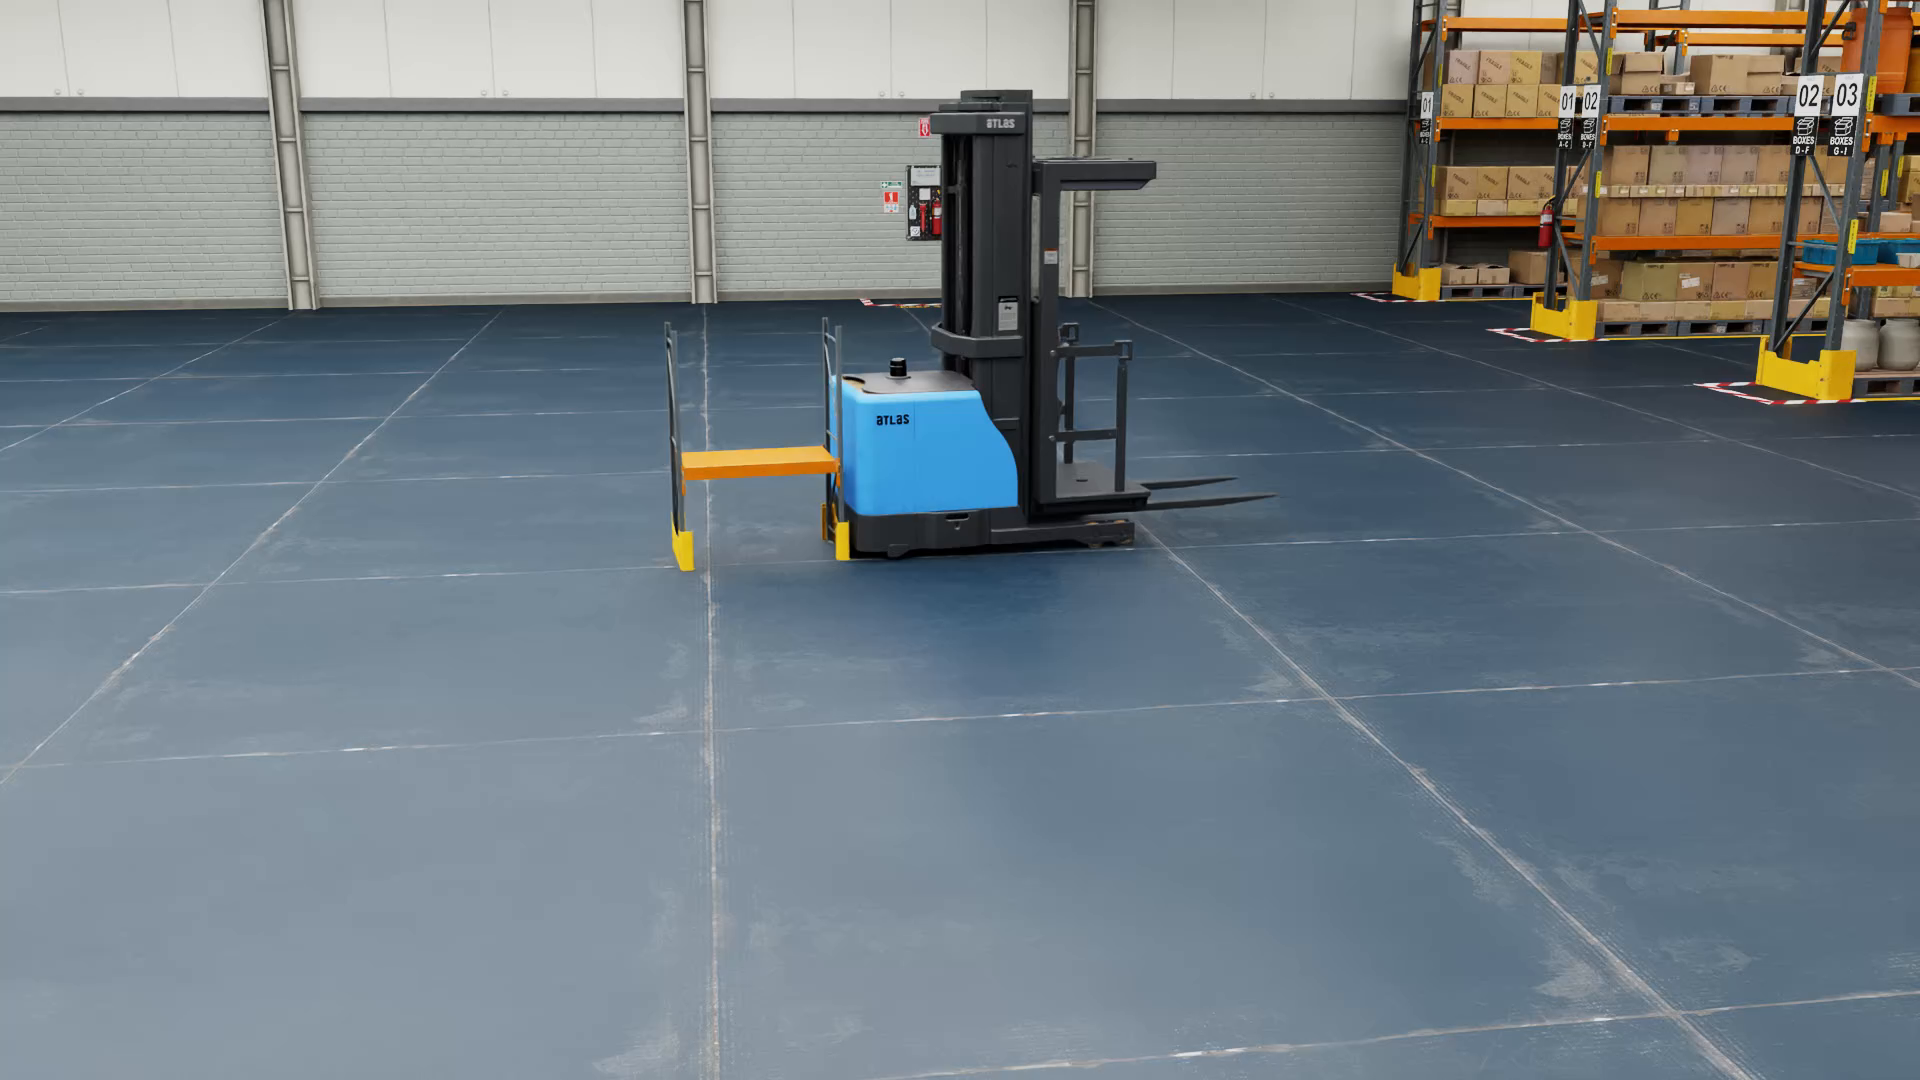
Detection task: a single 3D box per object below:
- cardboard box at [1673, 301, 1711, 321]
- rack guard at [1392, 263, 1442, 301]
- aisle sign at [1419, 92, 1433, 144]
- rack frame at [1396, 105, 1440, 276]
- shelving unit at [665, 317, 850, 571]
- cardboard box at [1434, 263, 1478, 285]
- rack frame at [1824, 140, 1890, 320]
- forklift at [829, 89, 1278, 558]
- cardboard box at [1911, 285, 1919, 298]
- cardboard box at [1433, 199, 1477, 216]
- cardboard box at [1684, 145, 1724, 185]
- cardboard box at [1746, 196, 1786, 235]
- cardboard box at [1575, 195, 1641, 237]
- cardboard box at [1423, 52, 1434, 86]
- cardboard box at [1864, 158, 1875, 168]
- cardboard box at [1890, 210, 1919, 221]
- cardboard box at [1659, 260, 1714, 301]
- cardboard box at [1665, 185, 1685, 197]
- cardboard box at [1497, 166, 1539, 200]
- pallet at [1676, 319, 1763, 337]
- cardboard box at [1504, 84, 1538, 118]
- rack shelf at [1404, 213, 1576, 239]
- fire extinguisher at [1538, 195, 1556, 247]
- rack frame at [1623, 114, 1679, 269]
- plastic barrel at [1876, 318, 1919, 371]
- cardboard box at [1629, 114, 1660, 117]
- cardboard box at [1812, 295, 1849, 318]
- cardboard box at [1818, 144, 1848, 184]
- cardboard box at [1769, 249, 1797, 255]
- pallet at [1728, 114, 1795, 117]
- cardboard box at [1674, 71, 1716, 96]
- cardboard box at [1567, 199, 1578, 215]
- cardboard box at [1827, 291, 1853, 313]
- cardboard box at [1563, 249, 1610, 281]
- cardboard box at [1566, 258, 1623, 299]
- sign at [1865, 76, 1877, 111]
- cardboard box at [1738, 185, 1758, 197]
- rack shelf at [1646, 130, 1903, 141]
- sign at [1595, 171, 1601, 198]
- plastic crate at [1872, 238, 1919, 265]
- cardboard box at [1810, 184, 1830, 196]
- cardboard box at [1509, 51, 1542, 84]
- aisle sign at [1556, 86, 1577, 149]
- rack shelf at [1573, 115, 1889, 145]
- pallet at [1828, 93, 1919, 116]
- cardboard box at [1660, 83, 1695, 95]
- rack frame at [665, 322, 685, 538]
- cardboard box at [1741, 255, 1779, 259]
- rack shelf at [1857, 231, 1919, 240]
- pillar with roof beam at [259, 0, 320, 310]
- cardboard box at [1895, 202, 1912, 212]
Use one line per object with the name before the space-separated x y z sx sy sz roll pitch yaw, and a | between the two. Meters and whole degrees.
cardboard box | 9.587 -3.070 22.085 0.500 0.250 0.500 -2 14 -8
rack guard | 7.369 -4.178 26.855 0.348 0.500 1.175 -2 14 -8
aisle sign | 7.268 -6.574 25.926 0.004 0.787 0.394 -2 14 -8
rack frame | 7.294 -5.388 26.540 0.127 3.000 1.000 -2 14 -8
shelving unit | -1.303 -0.634 10.666 1.083 1.500 0.587 -4 15 -14
cardboard box | 7.992 -4.301 26.827 0.500 0.311 0.500 -4 15 -15
rack frame | 11.991 -4.342 22.367 0.127 3.000 1.000 -2 14 -8
forklift | 0.665 -1.492 11.148 3.031 2.935 1.130 -4 15 -16
cardboard box | 12.933 -3.456 22.471 0.500 0.311 0.500 -2 14 -9
cardboard box | 7.824 -5.266 26.322 0.500 0.250 0.500 -3 14 -10
cardboard box | 9.569 -4.929 21.837 0.500 0.500 0.700 -2 14 -8
cardboard box | 10.536 -4.335 22.134 0.500 0.500 0.700 -2 14 -7
cardboard box | 8.499 -4.259 21.832 0.500 0.500 0.700 -2 14 -8
cardboard box | 7.681 -7.465 26.352 0.500 0.500 0.500 -1 14 -6
cardboard box | 14.868 -6.235 27.473 0.250 0.149 0.380 -4 15 -16
cardboard box | 12.833 -4.352 22.687 0.258 0.266 0.396 -2 14 -10
cardboard box | 9.586 -3.436 22.004 0.500 0.500 0.500 -2 14 -8
cardboard box | 9.213 -4.550 21.658 0.250 0.149 0.380 -2 14 -9
cardboard box | 8.813 -5.667 26.376 0.500 0.500 0.500 -3 14 -10
pallet | 9.989 -2.925 22.452 1.213 0.211 1.003 -2 14 -8
cardboard box | 8.711 -6.884 26.091 0.500 0.500 0.500 -1 14 -6
rack shelf | 9.272 -5.112 26.917 4.000 0.370 1.077 -2 14 -8
fire extinguisher | 7.850 -4.267 22.227 0.183 0.674 0.296 -2 14 -8
rack frame | 11.249 -5.533 27.118 0.127 3.000 1.000 -2 14 -8
plastic barrel | 9.905 -2.062 17.530 0.421 0.512 0.421 0 14 0
cardboard box | 10.784 -6.968 26.428 0.500 0.500 0.500 -2 14 -7
cardboard box | 11.565 -3.142 22.374 0.500 0.250 0.500 -2 14 -8
cardboard box | 11.553 -5.002 22.127 0.500 0.500 0.700 -2 14 -8
cardboard box | 13.487 -4.625 27.731 0.500 0.500 0.700 -2 14 -9
pallet | 12.901 -6.932 26.916 1.003 0.211 1.213 -2 14 -8
cardboard box | 9.685 -6.005 21.867 0.500 0.311 0.500 0 14 -2
cardboard box | 9.837 -5.342 26.623 0.500 0.250 0.500 -2 14 -9
cardboard box | 12.358 -3.296 22.989 0.500 0.250 0.500 -2 14 -9
cardboard box | 10.229 -4.487 27.180 0.500 0.500 0.500 -3 14 -13
cardboard box | 8.522 -3.521 22.345 0.500 0.500 0.500 -2 14 -8
sign | 8.848 -4.332 16.144 0.005 0.325 0.100 -2 14 -8
cardboard box | 10.236 -4.587 21.808 0.250 0.149 0.380 -2 14 -6
rack shelf | 13.227 -6.712 27.130 4.000 0.370 1.077 -2 14 -8
sign | 8.112 -4.521 21.141 0.005 0.325 0.100 -2 14 -8
plastic crate | 9.863 -3.045 17.504 0.408 0.251 0.499 -2 14 -8
cardboard box | 11.251 -4.625 21.958 0.250 0.149 0.380 -3 14 -10
cardboard box | 8.720 -7.369 25.971 0.500 0.500 0.500 -2 14 -7
aisle sign | 7.927 -5.526 21.745 0.004 0.787 0.394 -2 14 -8
rack shelf | 10.013 -5.375 21.801 4.000 0.370 1.077 -2 14 -8
pallet | 9.603 -4.375 16.722 1.213 0.211 1.003 -2 14 -8
cardboard box | 9.225 -5.802 21.388 0.250 0.149 0.380 -2 14 -8
rack frame | -1.803 -0.602 10.539 0.032 1.500 0.500 -4 15 -14
cardboard box | 10.993 -3.614 22.713 0.500 0.500 0.500 -2 14 -8
rack shelf | 13.969 -4.065 22.744 4.000 0.370 1.077 -2 14 -8
pillar with roof beam | -9.300 -6.844 20.011 0.400 9.000 9.100 -2 14 -8
cardboard box | 15.565 -5.522 27.550 0.250 0.149 0.380 -2 14 -9
